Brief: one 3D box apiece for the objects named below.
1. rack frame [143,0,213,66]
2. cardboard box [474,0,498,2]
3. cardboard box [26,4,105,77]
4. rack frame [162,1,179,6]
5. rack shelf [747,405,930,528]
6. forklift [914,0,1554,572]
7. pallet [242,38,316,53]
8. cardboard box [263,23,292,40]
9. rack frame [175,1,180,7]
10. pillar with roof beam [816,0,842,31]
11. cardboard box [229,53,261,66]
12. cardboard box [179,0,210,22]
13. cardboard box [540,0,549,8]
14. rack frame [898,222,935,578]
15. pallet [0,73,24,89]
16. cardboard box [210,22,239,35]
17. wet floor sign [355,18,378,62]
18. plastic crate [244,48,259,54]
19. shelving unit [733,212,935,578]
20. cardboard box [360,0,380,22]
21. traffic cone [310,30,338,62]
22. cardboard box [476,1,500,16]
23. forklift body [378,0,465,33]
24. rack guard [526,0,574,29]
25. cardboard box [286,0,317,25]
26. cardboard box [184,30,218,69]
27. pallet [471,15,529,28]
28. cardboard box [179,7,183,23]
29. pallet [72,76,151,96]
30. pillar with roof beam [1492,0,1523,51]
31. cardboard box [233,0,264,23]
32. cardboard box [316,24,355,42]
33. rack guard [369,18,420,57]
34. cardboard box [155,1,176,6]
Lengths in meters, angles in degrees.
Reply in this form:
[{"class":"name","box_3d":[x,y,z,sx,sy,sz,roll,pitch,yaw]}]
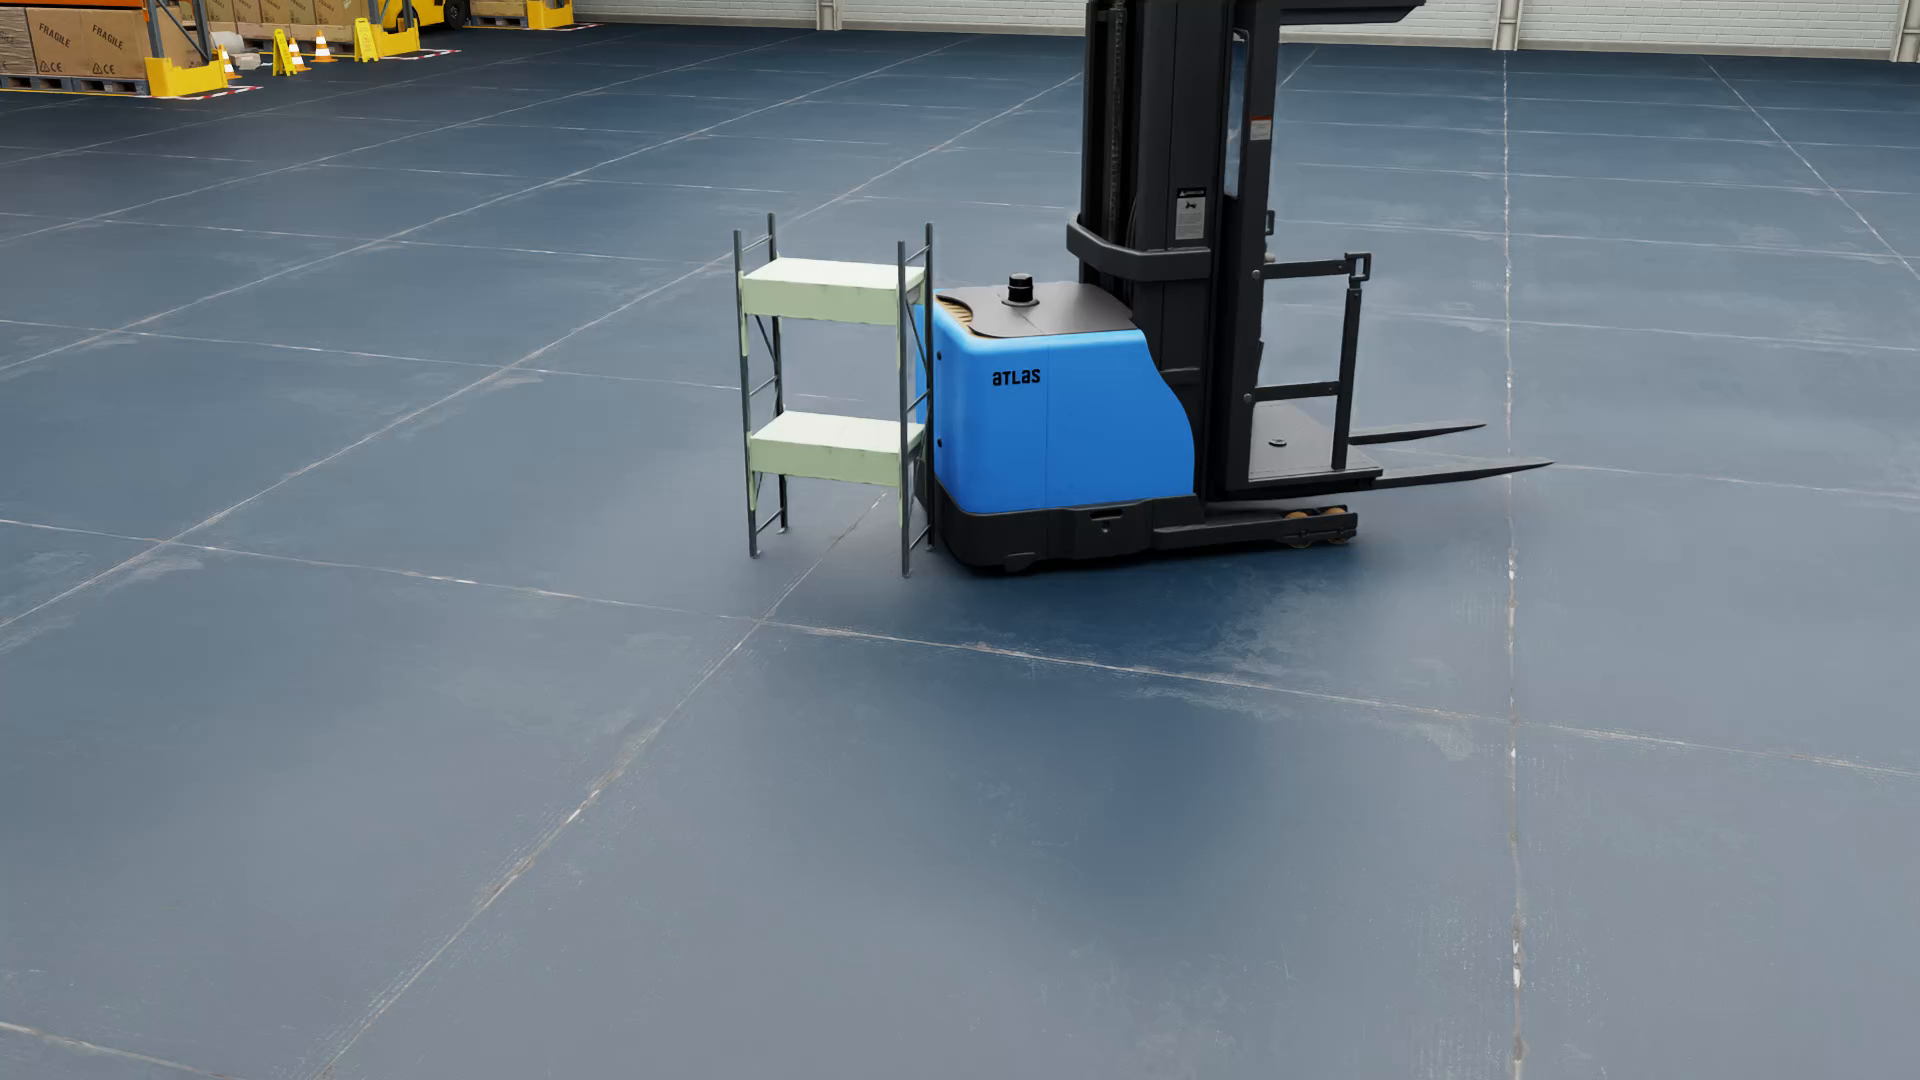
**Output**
[{"class":"rack frame","box_3d":[-10.523,-7.511,22.128,0.127,3.000,1.000,7,23,16]},{"class":"cardboard box","box_3d":[-8.793,-10.276,31.281,0.500,0.250,0.500,6,23,15]},{"class":"cardboard box","box_3d":[-12.035,-6.868,22.807,0.875,0.875,0.875,6,23,15]},{"class":"rack frame","box_3d":[-13.020,-9.759,27.608,0.127,3.000,1.000,7,23,16]},{"class":"rack shelf","box_3d":[-0.536,-0.338,7.477,0.720,0.370,0.431,7,23,16]},{"class":"forklift","box_3d":[1.350,-1.504,7.576,3.031,2.935,1.130,-6,23,-14]},{"class":"pallet","box_3d":[-11.195,-8.275,27.665,1.213,0.211,1.003,7,23,16]},{"class":"cardboard box","box_3d":[-11.038,-8.348,27.239,0.500,0.250,0.500,6,23,14]},{"class":"rack frame","box_3d":[-15.419,-12.001,33.075,0.127,3.000,1.000,7,23,16]},{"class":"pillar with roof beam","box_3d":[-3.666,-12.082,25.366,0.400,9.000,9.100,7,23,16]},{"class":"cardboard box","box_3d":[-11.028,-7.411,25.641,0.380,0.149,0.250,-20,29,-39]},{"class":"cardboard box","box_3d":[-12.533,-8.865,27.511,0.500,0.500,0.500,8,24,18]},{"class":"cardboard box","box_3d":[-8.174,-10.171,31.683,0.500,0.250,0.500,7,23,16]},{"class":"rack frame","box_3d":[-0.186,-0.599,7.253,0.023,1.500,0.400,7,23,16]},{"class":"pallet","box_3d":[-13.648,-6.547,23.453,1.213,0.211,1.003,7,23,15]},{"class":"cardboard box","box_3d":[-12.019,-8.464,27.521,0.500,0.250,0.500,8,24,19]},{"class":"wet floor sign","box_3d":[-9.318,-7.821,25.987,0.232,0.644,0.267,16,27,34]},{"class":"plastic crate","box_3d":[-11.754,-7.938,27.016,0.583,0.080,0.402,-1,22,-3]},{"class":"shelving unit","box_3d":[-0.536,-0.640,7.353,0.755,1.500,0.431,7,23,16]},{"class":"cardboard box","box_3d":[-9.906,-8.781,27.305,0.500,0.500,0.500,6,23,14]},{"class":"traffic cone","box_3d":[-9.975,-7.725,25.993,0.334,0.463,0.336,7,23,16]},{"class":"cardboard box","box_3d":[-8.775,-10.041,31.366,0.500,0.250,0.500,7,23,15]},{"class":"forklift body","box_3d":[-10.103,-10.276,29.989,1.214,2.155,2.313,7,23,16]},{"class":"rack guard","box_3d":[-7.737,-9.965,31.405,0.348,0.500,1.175,7,23,16]},{"class":"cardboard box","box_3d":[-10.533,-8.638,26.959,0.500,0.500,0.500,7,23,17]},{"class":"cardboard box","box_3d":[-11.603,-7.438,25.240,0.637,0.503,0.797,-9,24,-21]},{"class":"pallet","box_3d":[-8.504,-9.903,31.633,1.213,0.211,1.003,7,23,16]},{"class":"cardboard box","box_3d":[-13.523,-8.794,28.165,0.625,0.372,0.950,7,23,16]},{"class":"pallet","box_3d":[-11.312,-6.280,22.801,1.213,0.211,1.003,7,23,15]},{"class":"pillar with roof beam","box_3d":[7.823,-10.766,22.159,0.400,9.000,9.100,7,23,16]},{"class":"cardboard box","box_3d":[-11.521,-8.753,27.238,0.500,0.500,0.500,8,24,18]},{"class":"cardboard box","box_3d":[-10.065,-8.236,26.965,0.500,0.250,0.500,6,23,15]},{"class":"rack guard","box_3d":[-9.263,-8.172,27.034,0.348,0.500,1.175,7,23,16]},{"class":"cardboard box","box_3d":[-15.886,-11.007,33.392,0.500,0.500,0.500,7,23,17]}]
